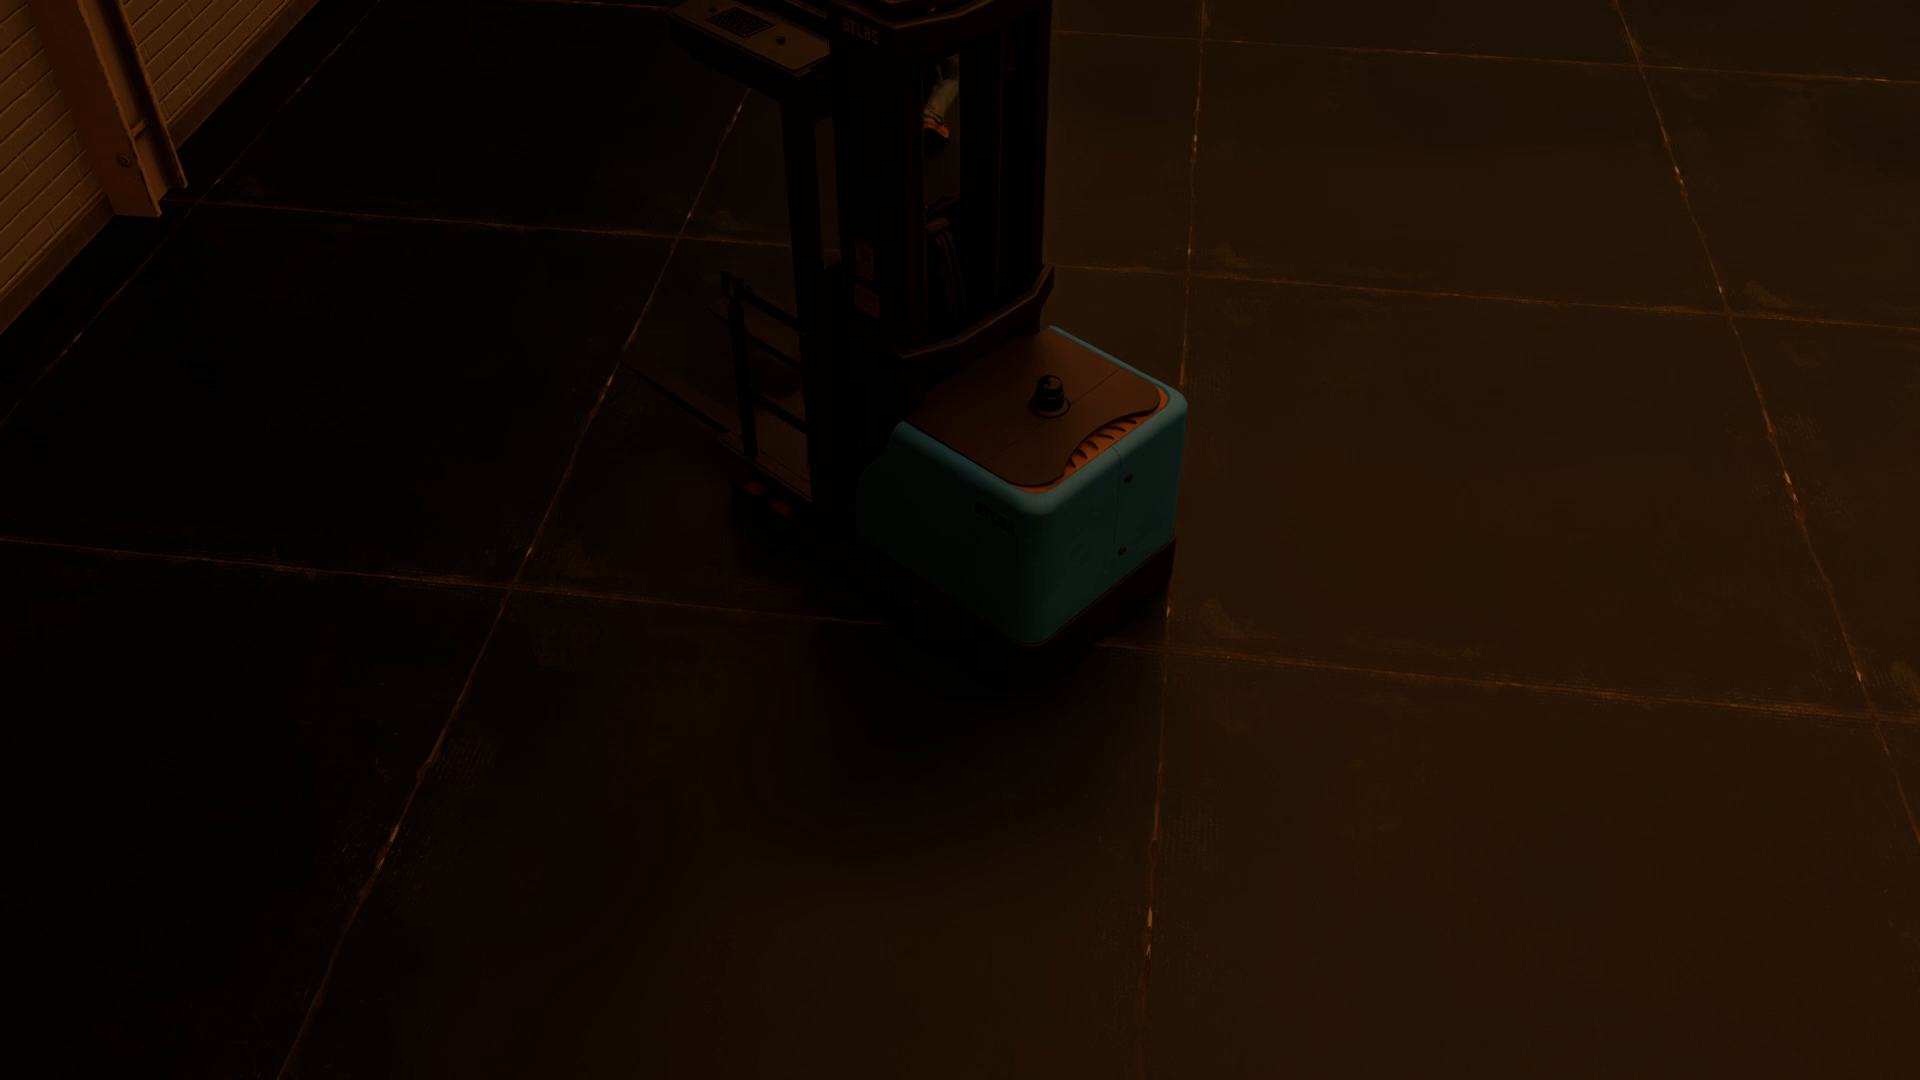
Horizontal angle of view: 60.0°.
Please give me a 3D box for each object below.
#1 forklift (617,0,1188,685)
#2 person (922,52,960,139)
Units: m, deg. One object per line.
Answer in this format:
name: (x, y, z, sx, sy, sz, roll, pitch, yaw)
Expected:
forklift: (-0.446, -1.337, 7.180, 3.031, 2.935, 1.130, 32, 52, 30)
person: (-0.356, -3.298, 10.400, 0.853, 1.494, 0.987, -8, 43, -9)
